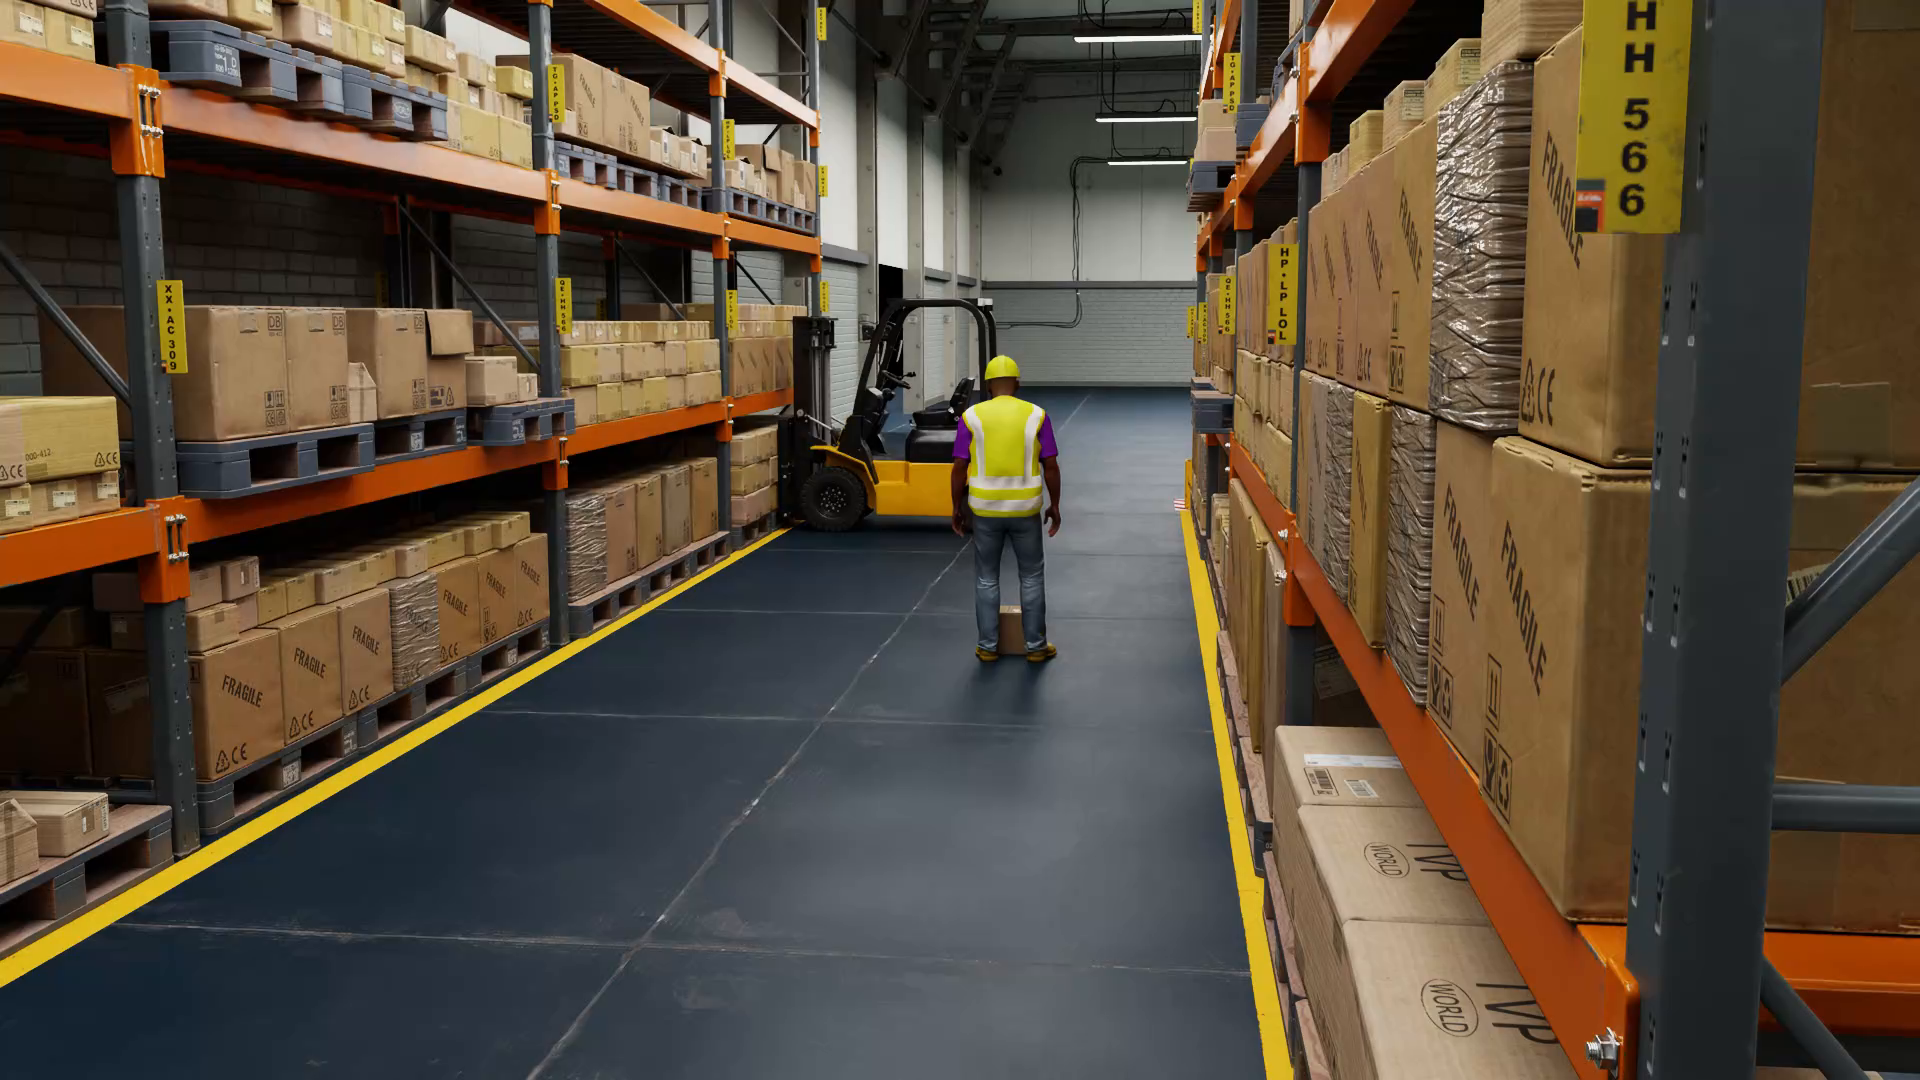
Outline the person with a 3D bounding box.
[{"bbox_3d":[0.266,-0.182,9.600,0.634,1.759,0.460,0,8,3],"label":"person"}]
